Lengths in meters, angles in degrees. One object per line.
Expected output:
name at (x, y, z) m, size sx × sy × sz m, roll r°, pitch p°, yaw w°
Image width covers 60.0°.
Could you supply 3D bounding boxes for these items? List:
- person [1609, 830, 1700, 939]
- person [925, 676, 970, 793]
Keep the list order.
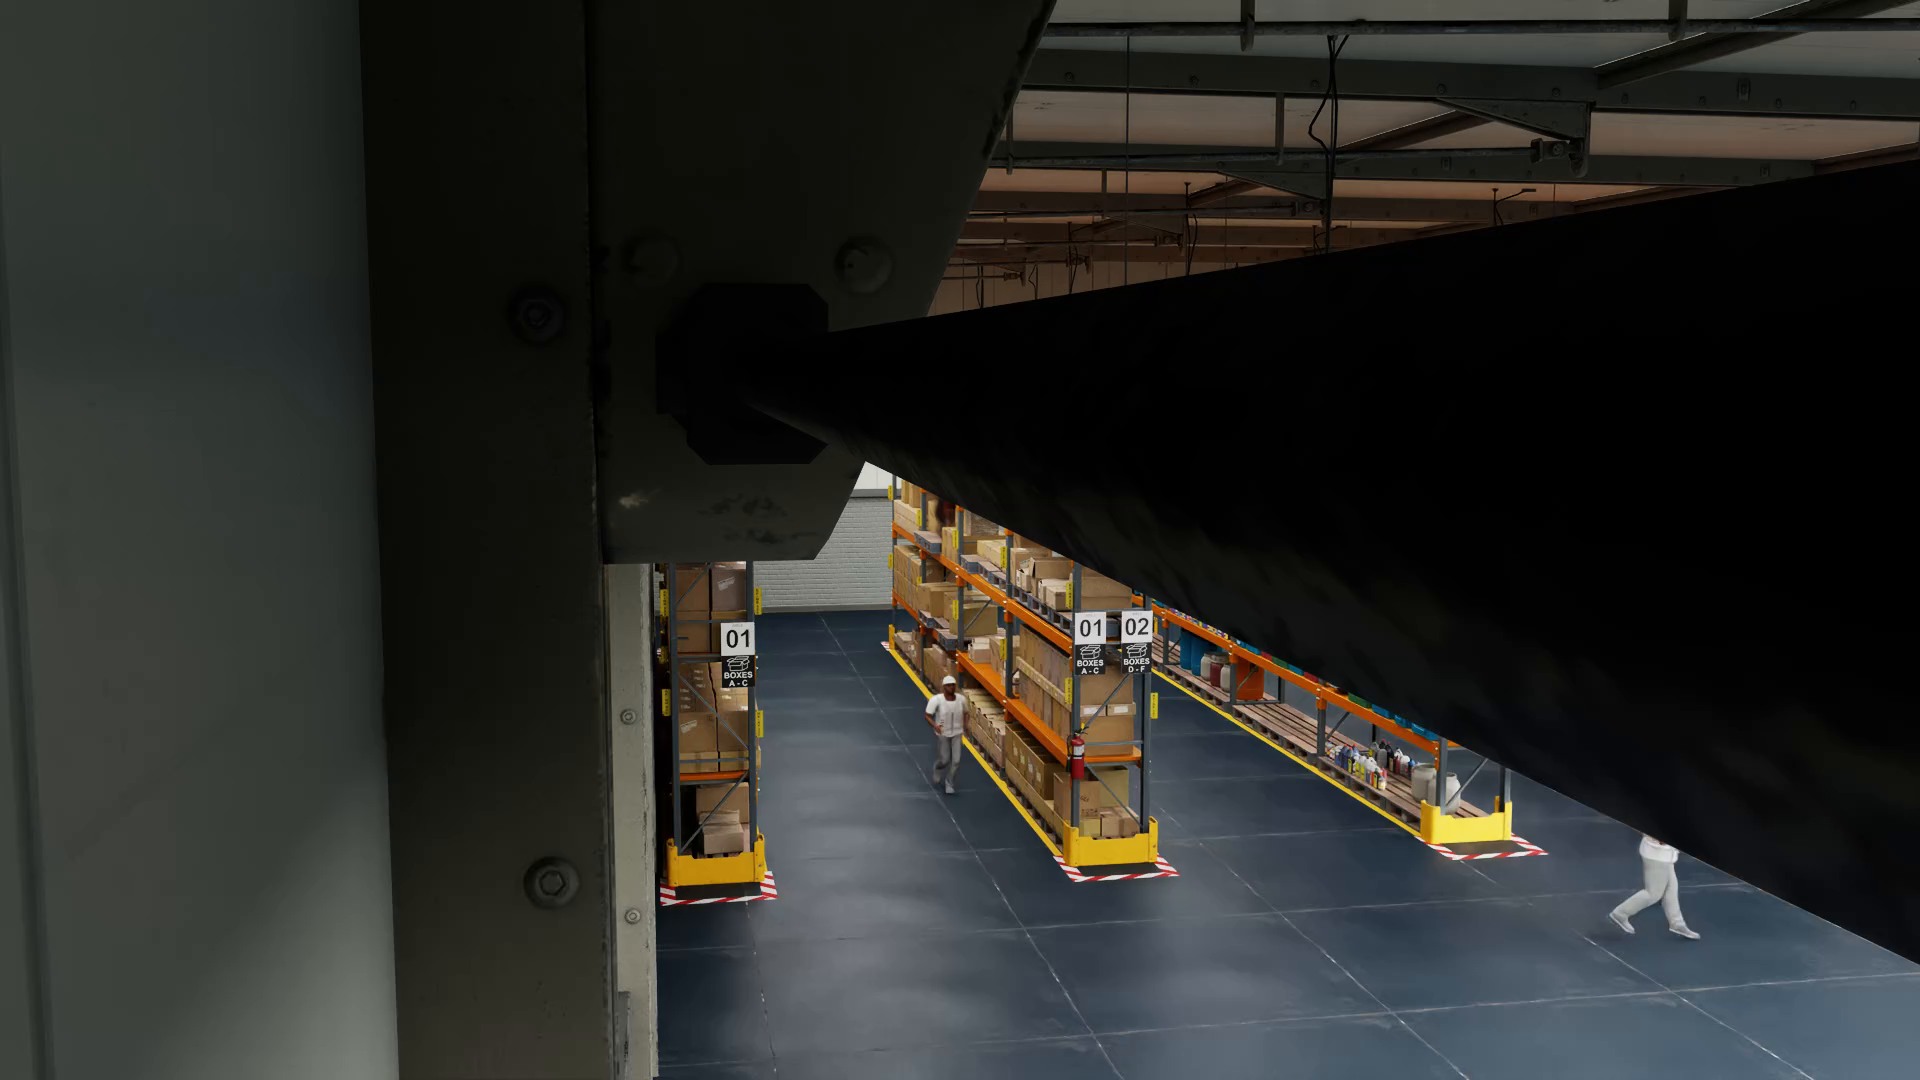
person at (7.606, 3.473, 18.124) m, size 0.967 × 1.786 × 0.659 m, roll 1°, pitch 6°, yaw 13°
person at (-0.171, 2.838, 24.418) m, size 0.690 × 1.721 × 0.606 m, roll -2°, pitch 7°, yaw -18°
